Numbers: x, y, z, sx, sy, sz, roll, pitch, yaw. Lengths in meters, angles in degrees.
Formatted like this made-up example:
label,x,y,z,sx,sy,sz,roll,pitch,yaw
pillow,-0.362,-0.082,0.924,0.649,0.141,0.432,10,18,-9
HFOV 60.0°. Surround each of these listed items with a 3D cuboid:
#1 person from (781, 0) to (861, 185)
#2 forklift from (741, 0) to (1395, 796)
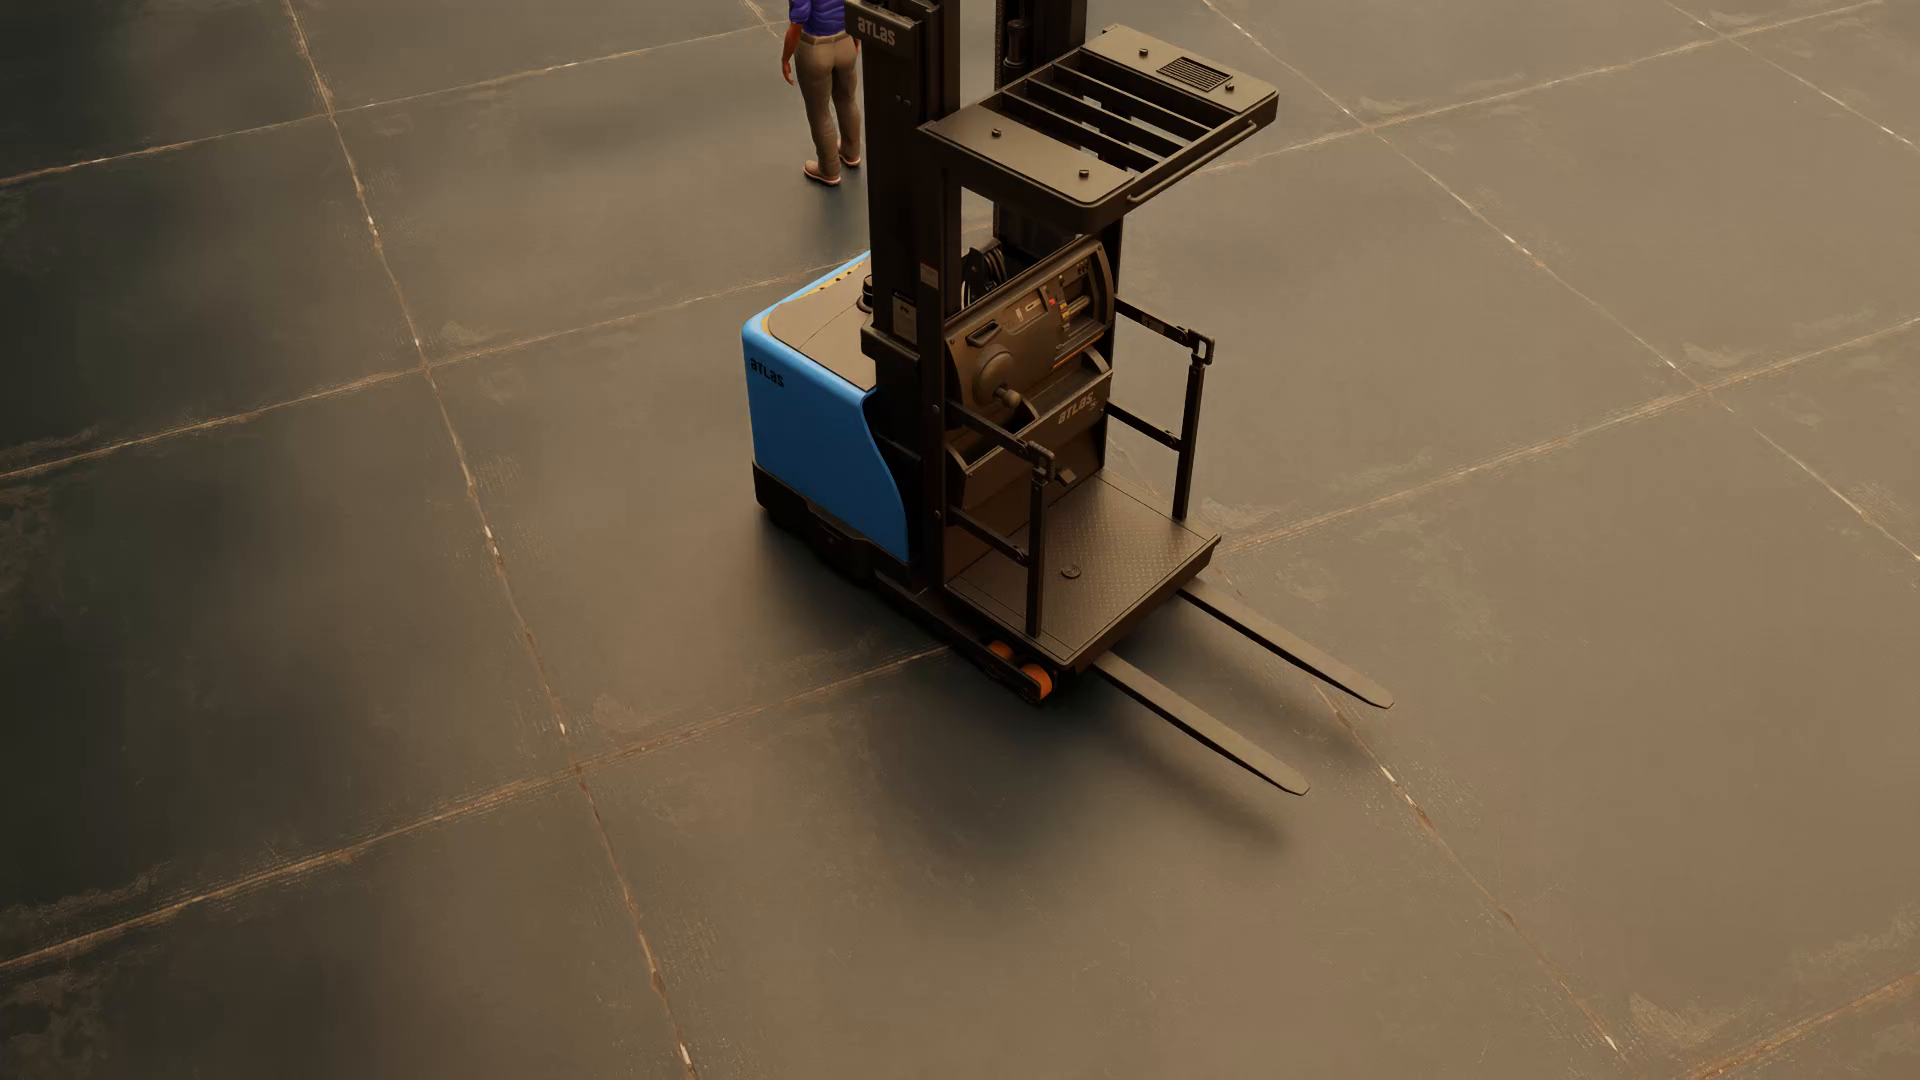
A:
label,x,y,z,sx,sy,sz,roll,pitch,yaw
person,-0.815,-2.856,9.665,0.569,1.656,0.503,-26,49,-25
forklift,0.445,-0.788,6.525,3.031,2.935,1.130,32,52,30
